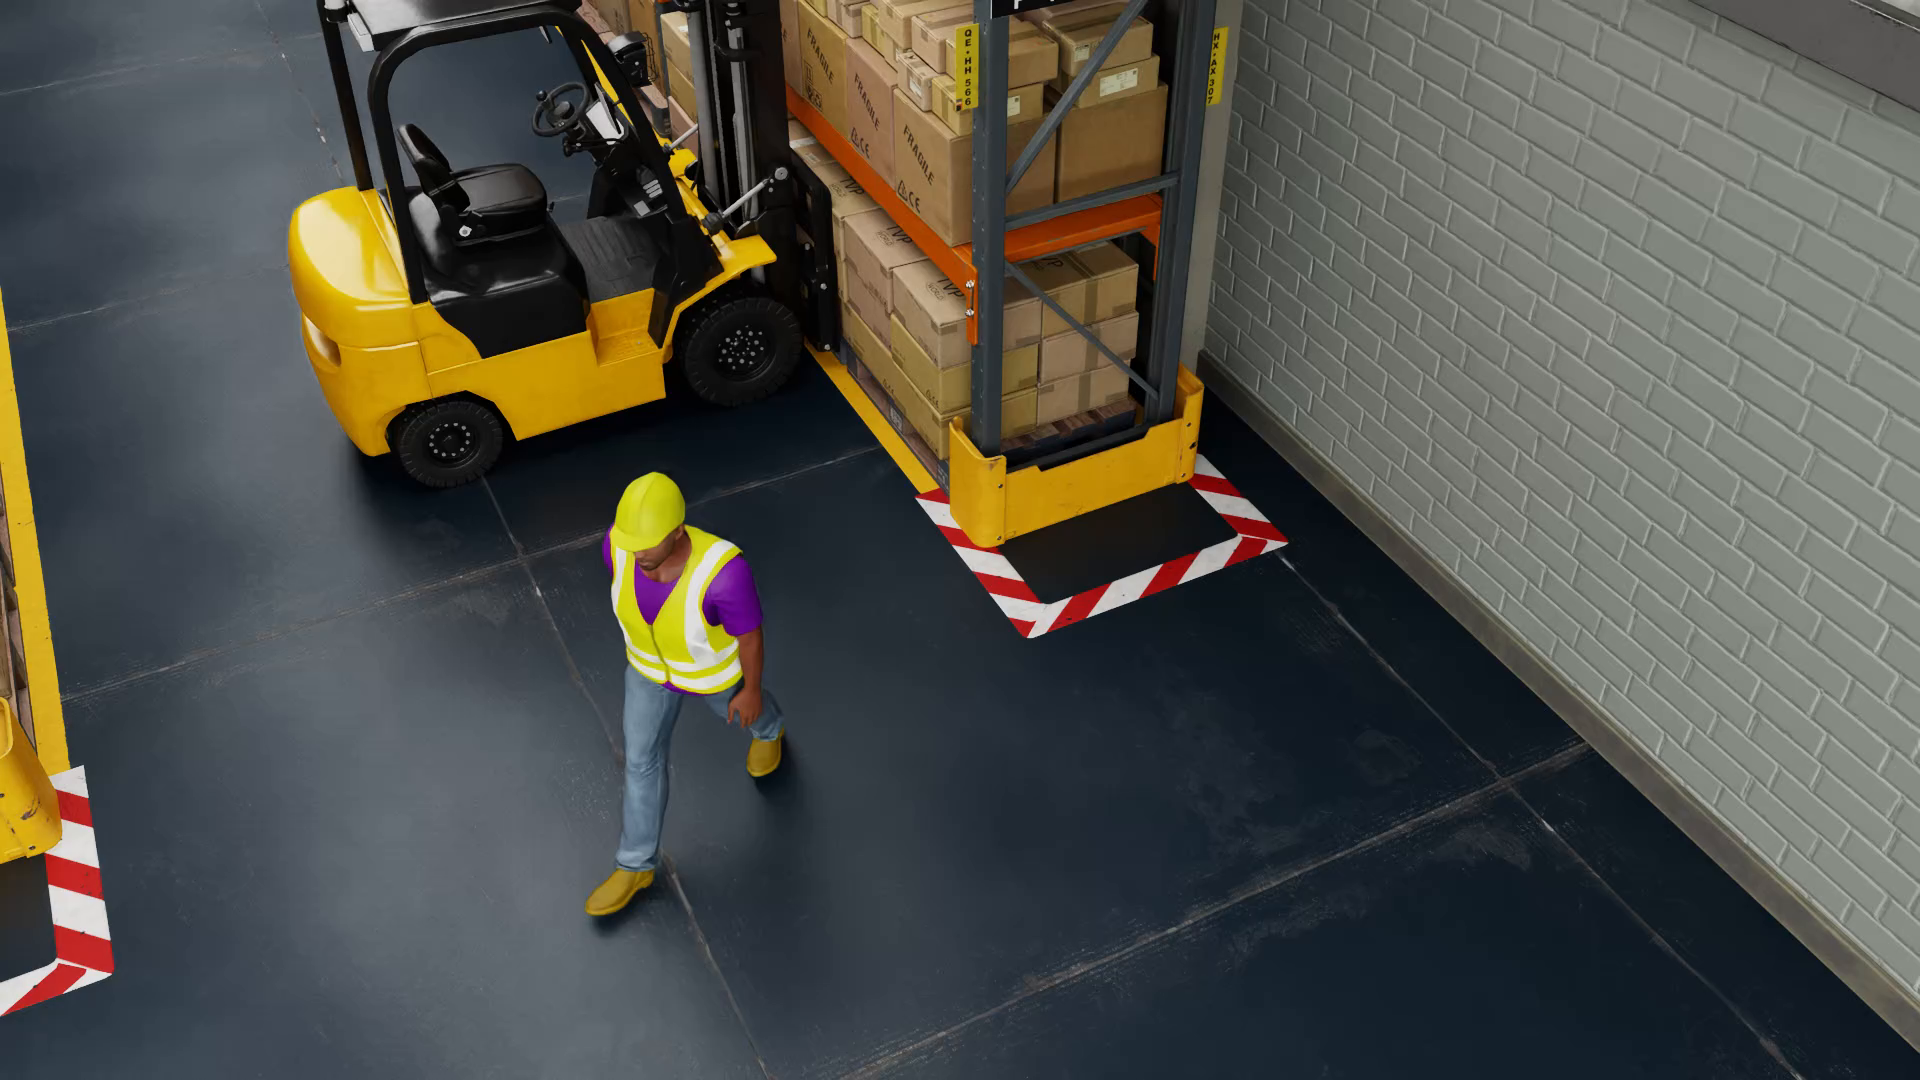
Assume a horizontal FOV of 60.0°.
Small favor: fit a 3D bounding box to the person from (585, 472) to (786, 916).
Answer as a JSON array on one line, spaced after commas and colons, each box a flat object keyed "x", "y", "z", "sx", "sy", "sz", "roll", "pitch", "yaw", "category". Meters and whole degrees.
[{"x": -0.952, "y": 0.431, "z": 5.666, "sx": 0.480, "sy": 1.693, "sz": 1.084, "roll": 12, "pitch": 42, "yaw": 13, "category": "person"}]
